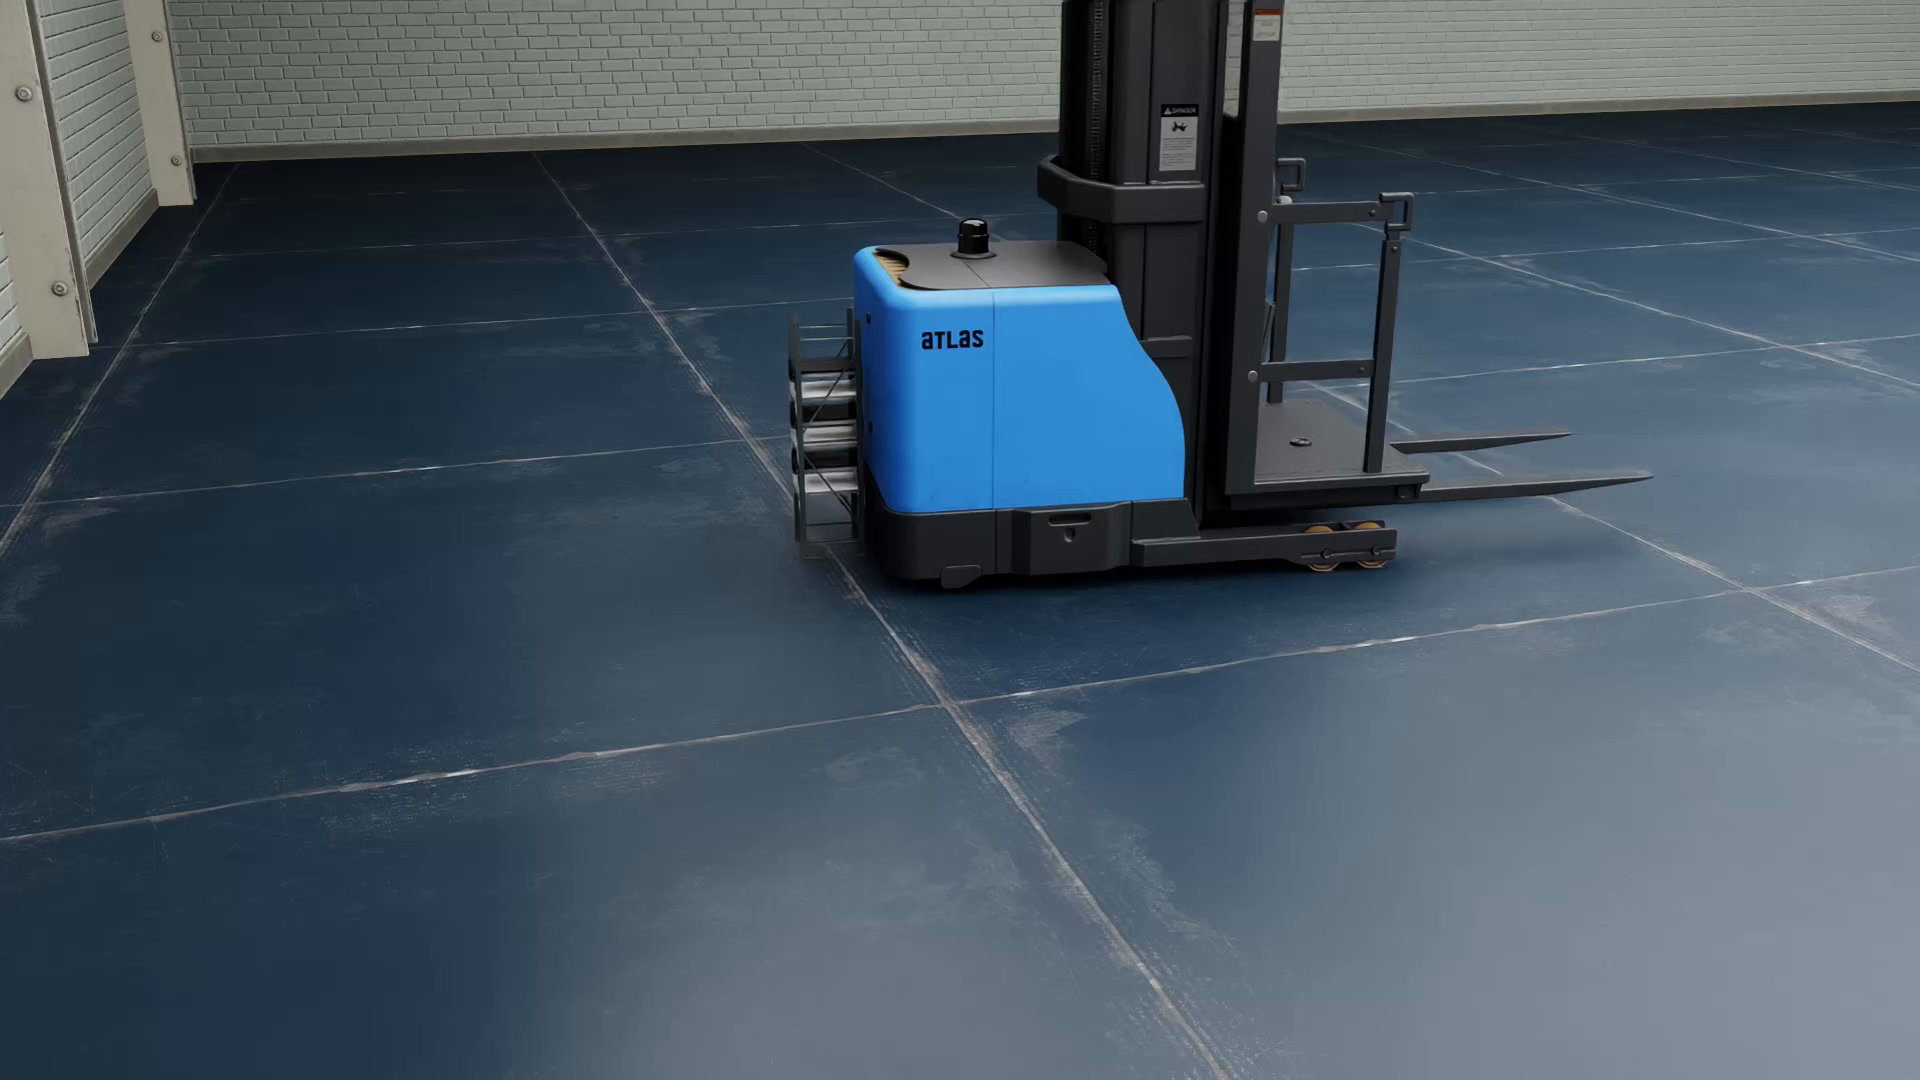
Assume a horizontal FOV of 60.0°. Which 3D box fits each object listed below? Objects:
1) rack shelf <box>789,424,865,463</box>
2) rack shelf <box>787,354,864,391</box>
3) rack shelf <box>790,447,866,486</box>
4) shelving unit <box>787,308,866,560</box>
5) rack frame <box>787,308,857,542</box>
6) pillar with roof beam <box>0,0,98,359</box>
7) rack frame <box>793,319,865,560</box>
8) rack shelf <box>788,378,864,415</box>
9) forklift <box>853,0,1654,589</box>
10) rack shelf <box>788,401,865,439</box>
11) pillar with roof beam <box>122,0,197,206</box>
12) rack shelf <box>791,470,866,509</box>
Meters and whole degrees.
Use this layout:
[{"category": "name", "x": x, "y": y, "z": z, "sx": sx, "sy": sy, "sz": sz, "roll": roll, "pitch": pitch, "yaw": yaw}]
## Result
[{"category": "rack shelf", "x": -0.495, "y": -0.360, "z": 6.187, "sx": 0.258, "sy": 0.077, "sz": 0.200, "roll": -4, "pitch": 20, "yaw": -11}, {"category": "rack shelf", "x": -0.495, "y": -0.614, "z": 6.095, "sx": 0.258, "sy": 0.077, "sz": 0.200, "roll": -4, "pitch": 20, "yaw": -11}, {"category": "rack shelf", "x": -0.495, "y": -0.275, "z": 6.217, "sx": 0.258, "sy": 0.077, "sz": 0.200, "roll": -4, "pitch": 20, "yaw": -11}, {"category": "shelving unit", "x": -0.495, "y": -0.392, "z": 6.175, "sx": 0.258, "sy": 0.900, "sz": 0.210, "roll": -4, "pitch": 20, "yaw": -11}, {"category": "rack frame", "x": -0.516, "y": -0.425, "z": 6.269, "sx": 0.240, "sy": 0.900, "sz": 0.006, "roll": -4, "pitch": 20, "yaw": -11}, {"category": "pillar with roof beam", "x": -0.989, "y": -5.768, "z": 9.162, "sx": 9.100, "sy": 9.000, "sz": 0.400, "roll": -6, "pitch": 21, "yaw": -17}, {"category": "rack frame", "x": -0.474, "y": -0.358, "z": 6.082, "sx": 0.240, "sy": 0.900, "sz": 0.006, "roll": -4, "pitch": 20, "yaw": -11}, {"category": "rack shelf", "x": -0.495, "y": -0.530, "z": 6.126, "sx": 0.258, "sy": 0.077, "sz": 0.200, "roll": -4, "pitch": 20, "yaw": -11}, {"category": "forklift", "x": 1.145, "y": -1.434, "z": 6.073, "sx": 3.031, "sy": 2.935, "sz": 1.130, "roll": -4, "pitch": 20, "yaw": -10}, {"category": "rack shelf", "x": -0.495, "y": -0.445, "z": 6.156, "sx": 0.258, "sy": 0.077, "sz": 0.200, "roll": -4, "pitch": 20, "yaw": -11}, {"category": "pillar with roof beam", "x": -2.875, "y": -7.693, "z": 14.523, "sx": 9.100, "sy": 9.000, "sz": 0.400, "roll": -6, "pitch": 21, "yaw": -17}, {"category": "rack shelf", "x": -0.495, "y": -0.191, "z": 6.247, "sx": 0.258, "sy": 0.077, "sz": 0.200, "roll": -4, "pitch": 20, "yaw": -11}]
